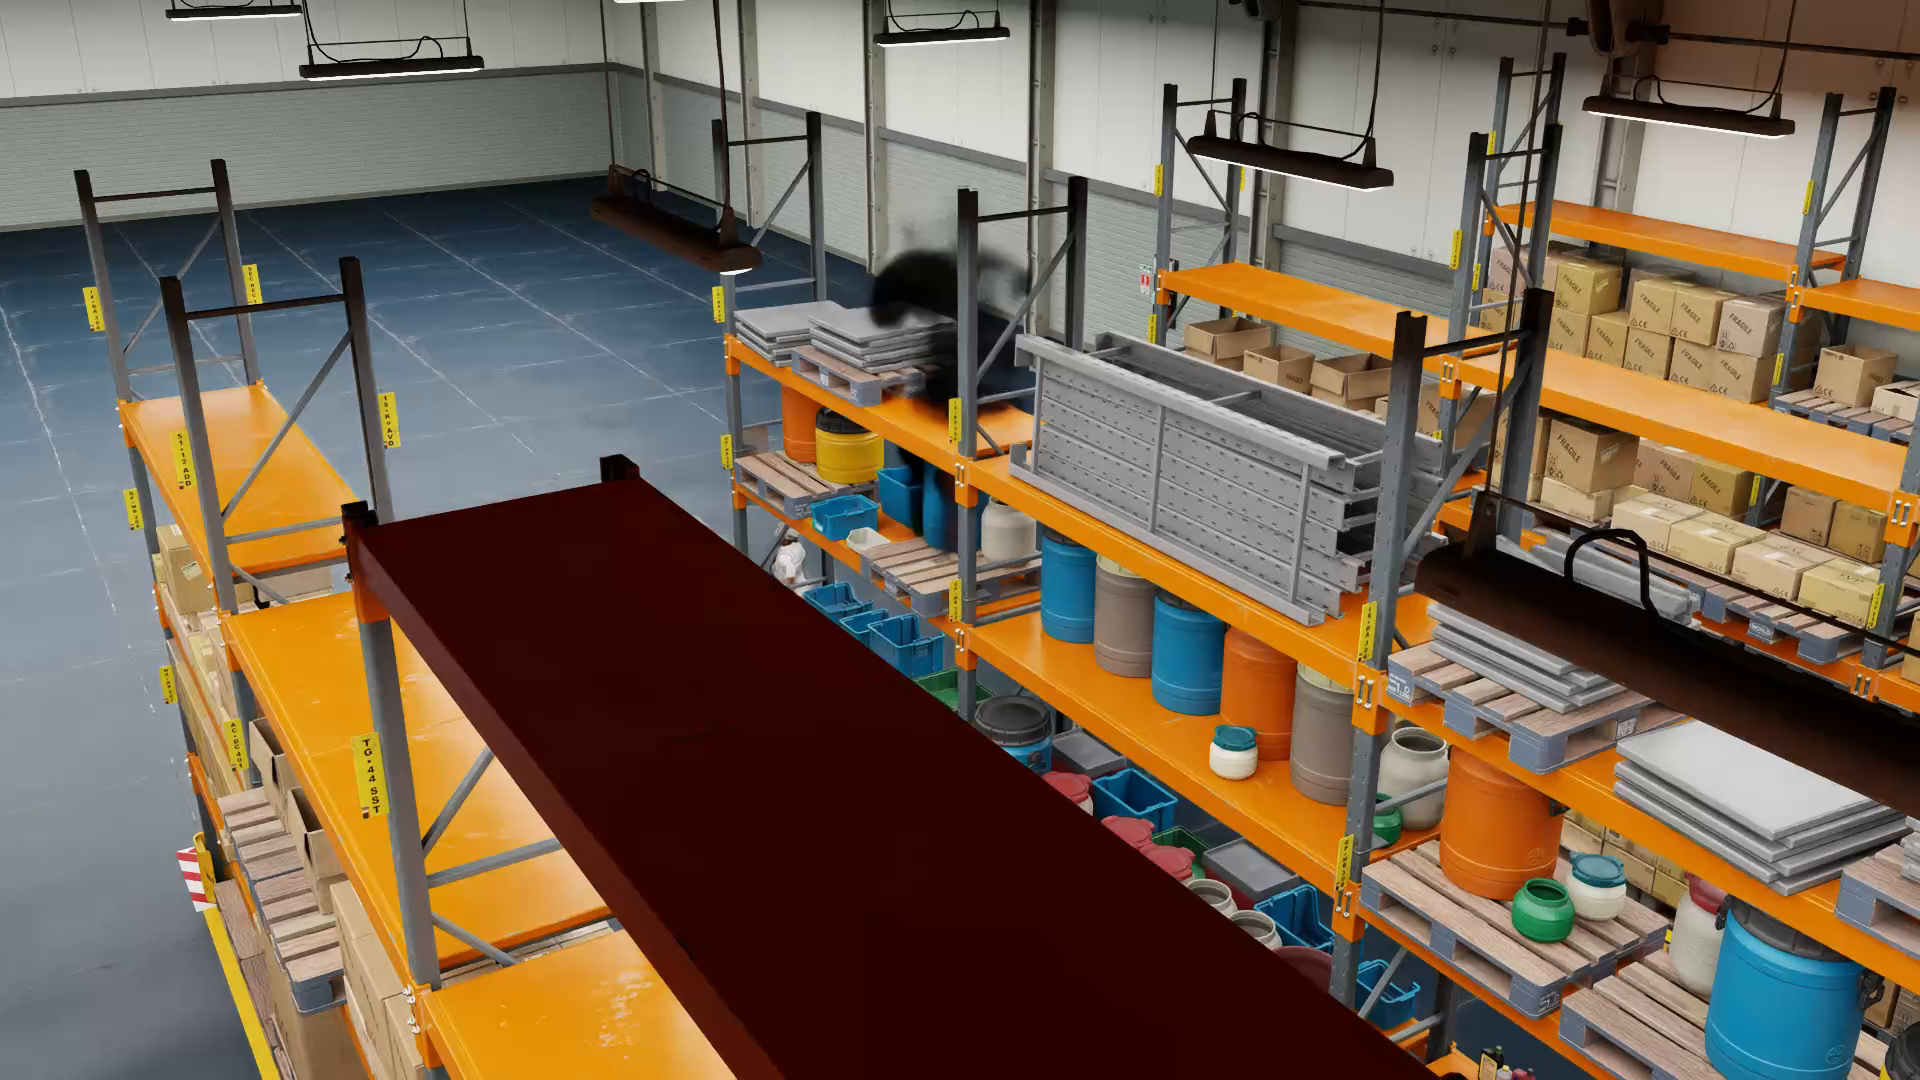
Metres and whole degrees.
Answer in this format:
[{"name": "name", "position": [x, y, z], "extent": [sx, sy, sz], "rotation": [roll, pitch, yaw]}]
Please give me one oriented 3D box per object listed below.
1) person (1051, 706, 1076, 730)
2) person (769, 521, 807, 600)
[{"name": "person", "position": [0.978, 1.300, 15.881], "extent": [0.666, 1.690, 0.582], "rotation": [19, 29, 39]}, {"name": "person", "position": [-1.802, 0.562, 17.755], "extent": [0.800, 1.648, 0.656], "rotation": [5, 22, 12]}]
